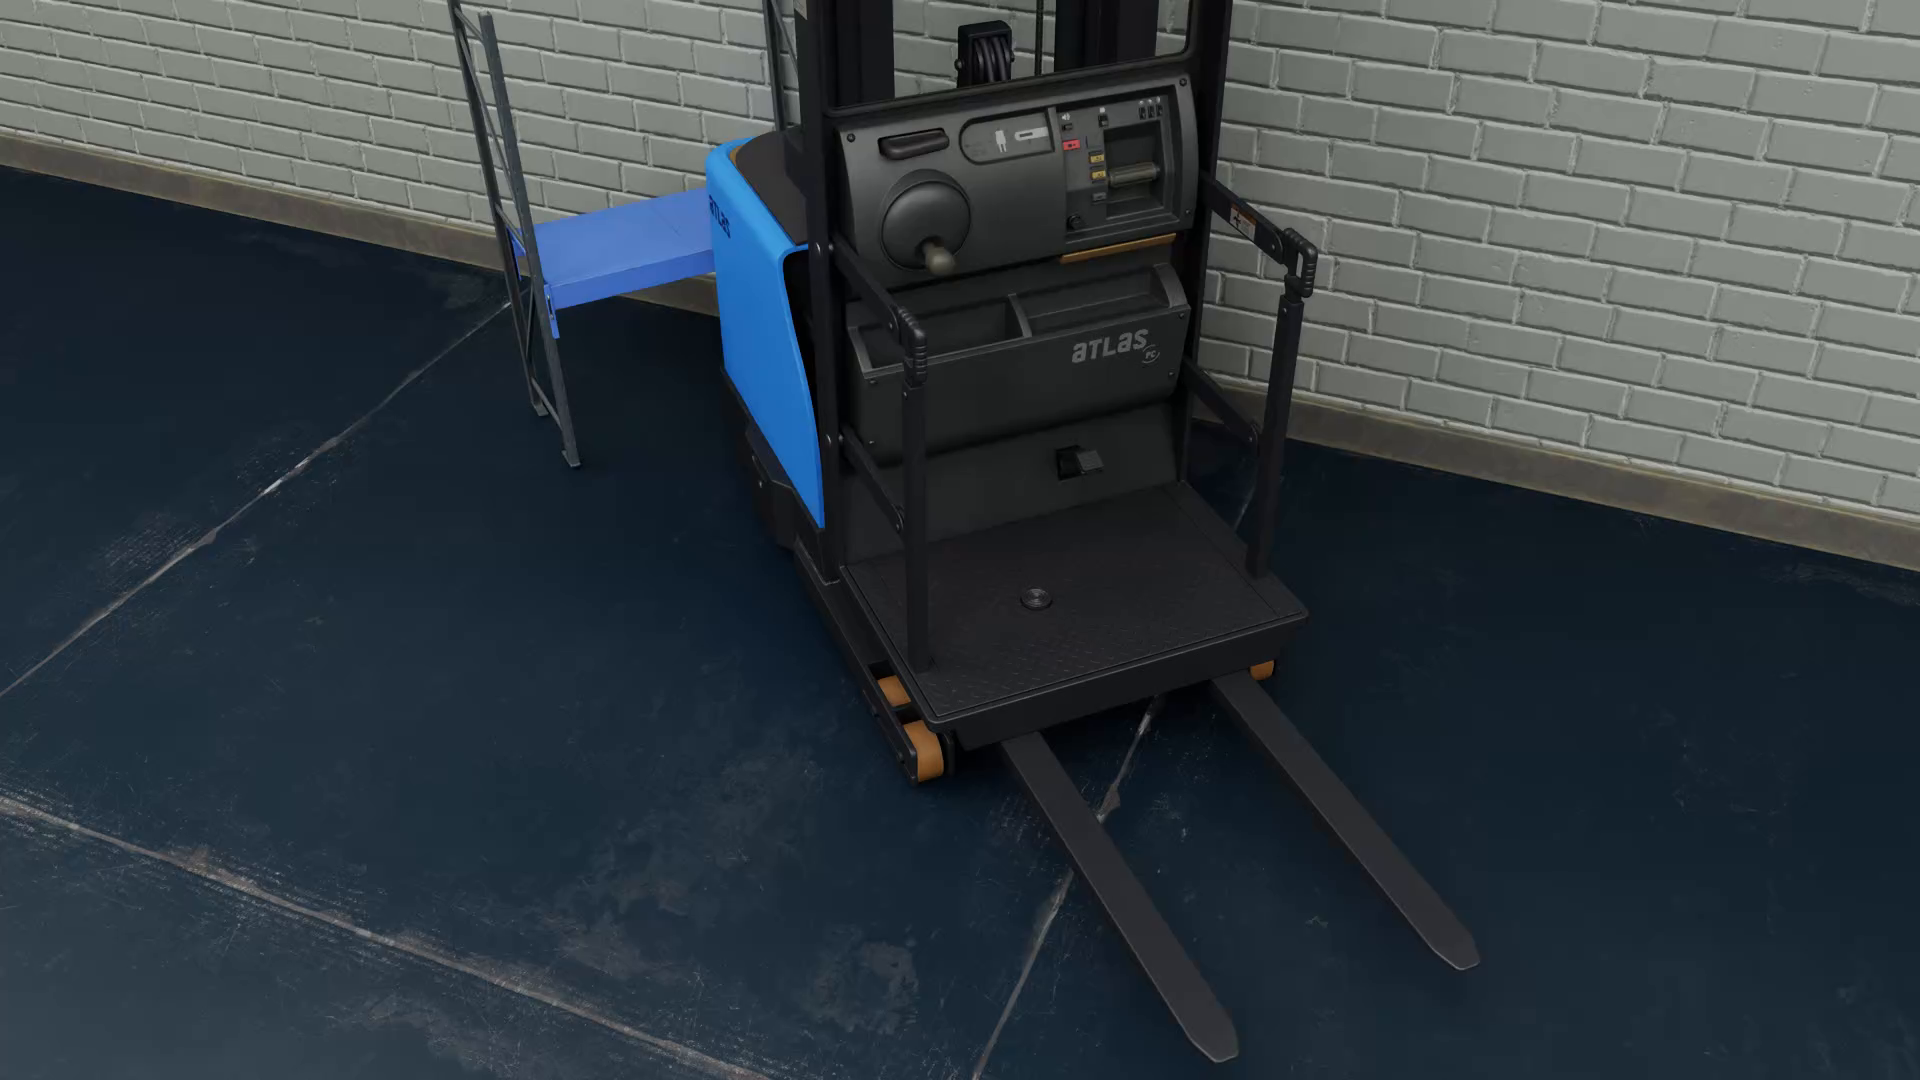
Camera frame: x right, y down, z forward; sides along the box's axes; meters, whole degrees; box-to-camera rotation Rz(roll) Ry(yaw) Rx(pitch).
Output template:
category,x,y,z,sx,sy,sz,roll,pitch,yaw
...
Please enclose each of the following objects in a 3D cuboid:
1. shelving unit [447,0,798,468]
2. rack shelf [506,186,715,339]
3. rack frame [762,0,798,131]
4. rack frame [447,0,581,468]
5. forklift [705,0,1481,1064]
category,x,y,z,sx,sy,sz,roll,pitch,yaw
shelving unit,-0.968,-1.129,5.475,1.048,1.500,0.538,-18,37,-21
rack shelf,-0.961,-0.981,5.577,1.000,0.185,0.538,-18,37,-21
rack frame,-0.516,-1.275,5.657,0.032,1.500,0.500,-18,37,-21
rack frame,-1.420,-0.983,5.293,0.032,1.500,0.500,-18,37,-21
forklift,0.245,-0.827,3.908,1.130,2.935,3.031,-14,39,-18
